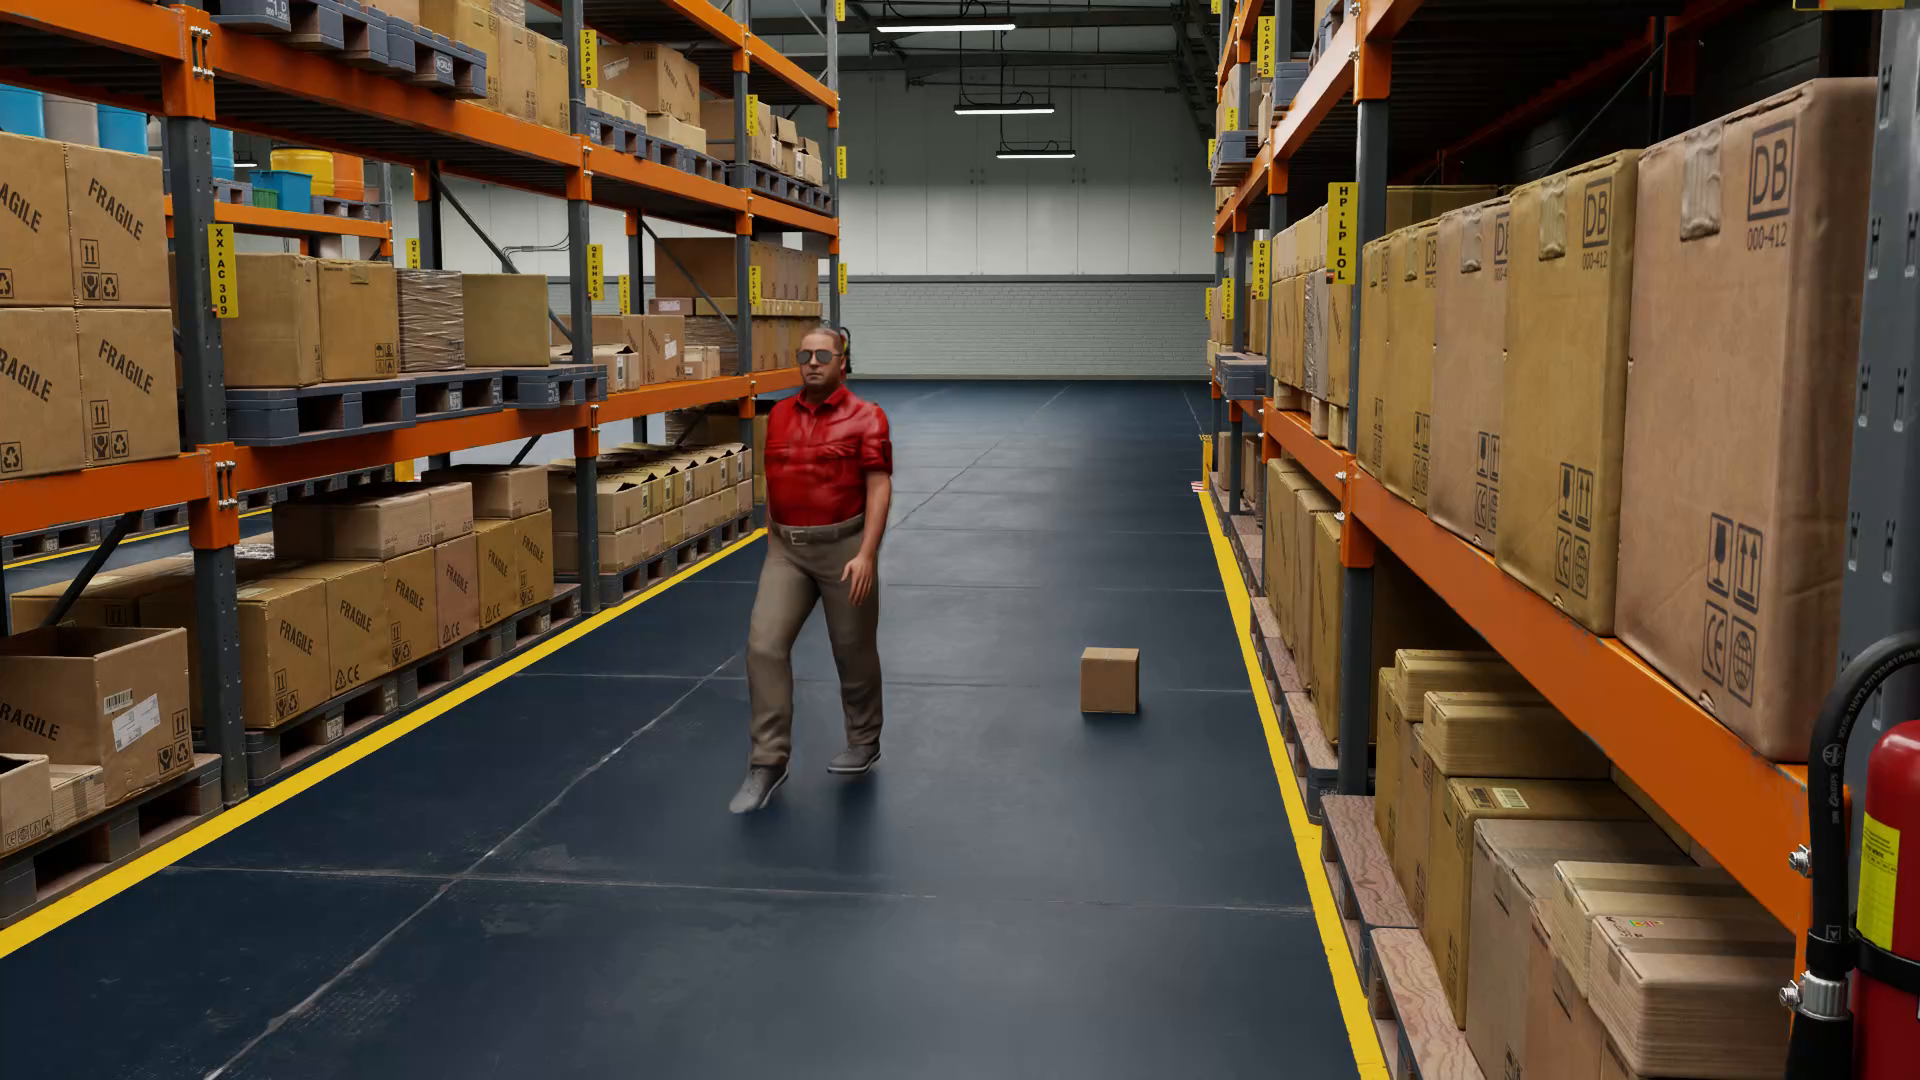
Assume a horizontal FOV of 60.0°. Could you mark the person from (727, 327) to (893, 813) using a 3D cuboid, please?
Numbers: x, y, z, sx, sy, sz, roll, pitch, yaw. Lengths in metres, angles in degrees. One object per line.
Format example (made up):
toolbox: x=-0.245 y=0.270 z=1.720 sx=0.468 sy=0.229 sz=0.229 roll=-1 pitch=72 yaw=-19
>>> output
person: x=-0.537 y=0.108 z=6.181 sx=0.586 sy=1.781 sz=0.740 roll=2 pitch=8 yaw=17
